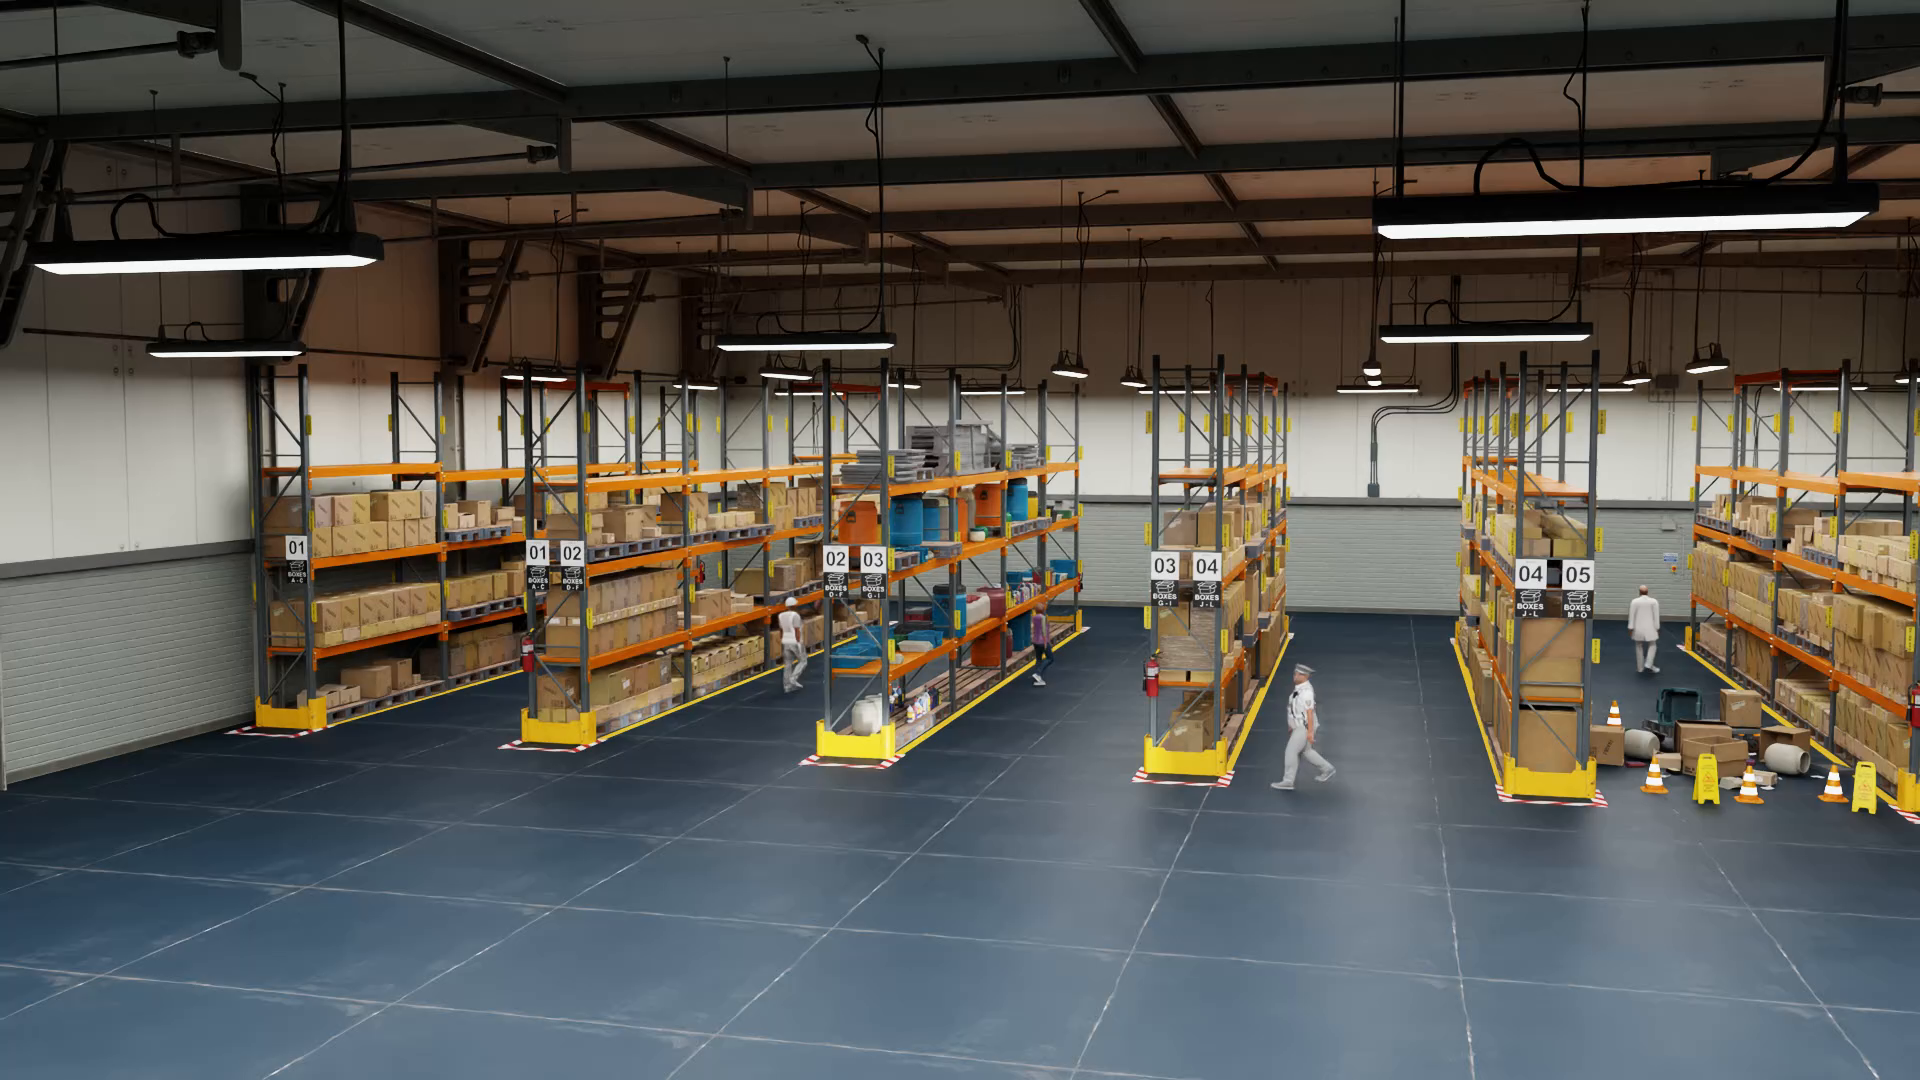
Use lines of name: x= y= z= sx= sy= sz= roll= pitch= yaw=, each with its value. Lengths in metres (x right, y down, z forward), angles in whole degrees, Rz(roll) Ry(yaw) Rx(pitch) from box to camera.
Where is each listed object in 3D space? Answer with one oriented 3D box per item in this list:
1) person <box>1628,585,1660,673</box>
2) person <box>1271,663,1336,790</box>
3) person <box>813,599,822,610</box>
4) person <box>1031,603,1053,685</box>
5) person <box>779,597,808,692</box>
person: x=13.828 y=1.802 z=33.618 sx=0.619 sy=1.776 sz=0.608 roll=1 pitch=4 yaw=18
person: x=4.747 y=2.550 z=22.851 sx=1.019 sy=1.726 sz=0.539 roll=-1 pitch=4 yaw=-10
person: x=-3.717 y=1.245 z=42.621 sx=0.431 sy=1.588 sz=1.072 roll=2 pitch=4 yaw=24
person: x=1.522 y=2.006 z=31.901 sx=0.446 sy=1.586 sz=0.498 roll=-3 pitch=5 yaw=-34
person: x=-3.174 y=1.955 z=31.197 sx=0.585 sy=1.774 sz=0.474 roll=2 pitch=5 yaw=29
